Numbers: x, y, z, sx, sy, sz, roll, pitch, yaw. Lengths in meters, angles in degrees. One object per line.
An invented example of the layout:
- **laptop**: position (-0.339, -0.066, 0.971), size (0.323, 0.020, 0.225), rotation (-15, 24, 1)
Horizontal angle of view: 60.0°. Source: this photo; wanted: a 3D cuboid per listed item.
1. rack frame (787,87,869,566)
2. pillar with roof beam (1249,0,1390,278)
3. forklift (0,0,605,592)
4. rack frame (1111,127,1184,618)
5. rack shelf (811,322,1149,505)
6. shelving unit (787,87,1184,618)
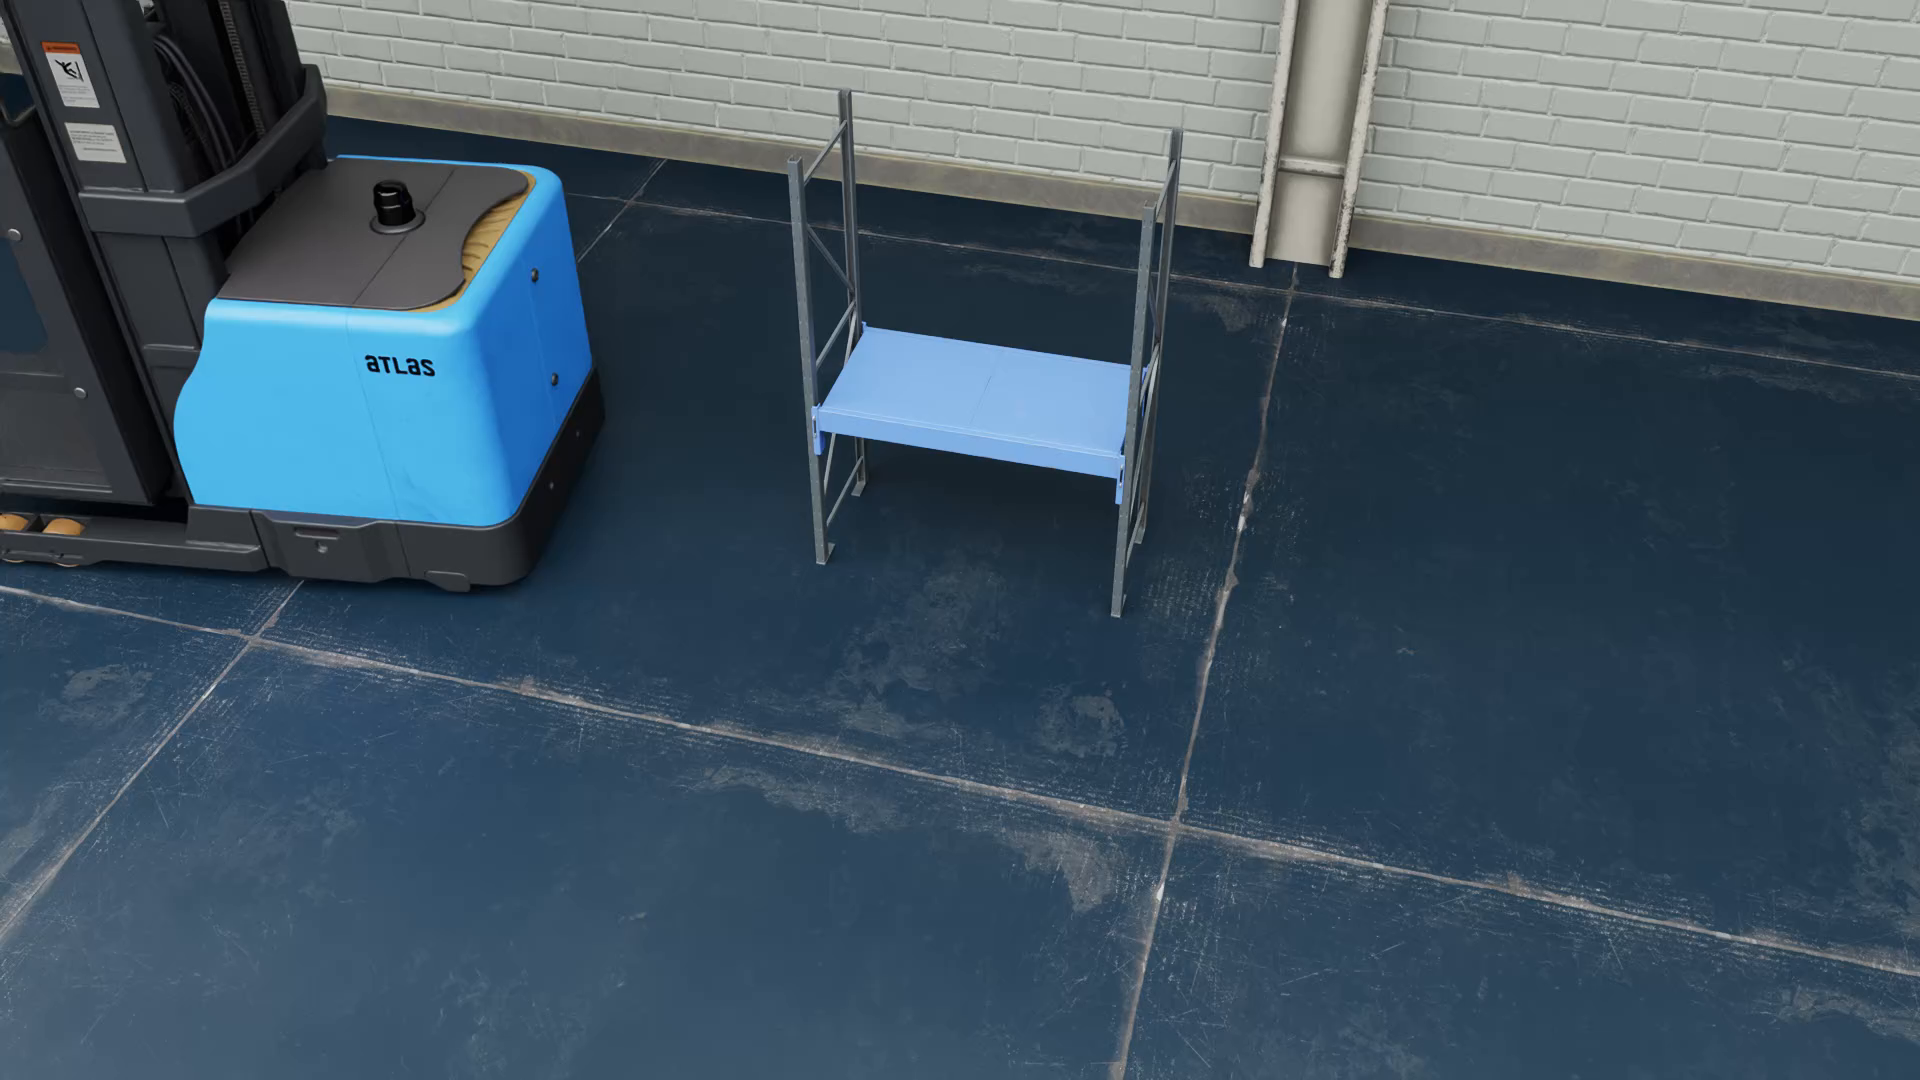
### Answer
- **rack frame**: position (-0.409, -0.645, 5.351), size (0.032, 1.500, 0.500), rotation (10, 41, 11)
- **pillar with roof beam**: position (0.362, -2.013, 1.150), size (0.400, 9.000, 9.100), rotation (10, 41, 11)
- **forklift**: position (-2.873, -1.363, 5.093), size (3.031, 2.935, 1.130), rotation (5, 40, 5)
- **rack frame**: position (0.573, -0.476, 5.150), size (0.032, 1.500, 0.500), rotation (10, 41, 11)
- **rack shelf**: position (0.082, -0.422, 5.366), size (1.000, 0.185, 0.538), rotation (10, 41, 11)
- **shelving unit**: position (0.082, -0.560, 5.251), size (1.048, 1.500, 0.538), rotation (10, 41, 11)
